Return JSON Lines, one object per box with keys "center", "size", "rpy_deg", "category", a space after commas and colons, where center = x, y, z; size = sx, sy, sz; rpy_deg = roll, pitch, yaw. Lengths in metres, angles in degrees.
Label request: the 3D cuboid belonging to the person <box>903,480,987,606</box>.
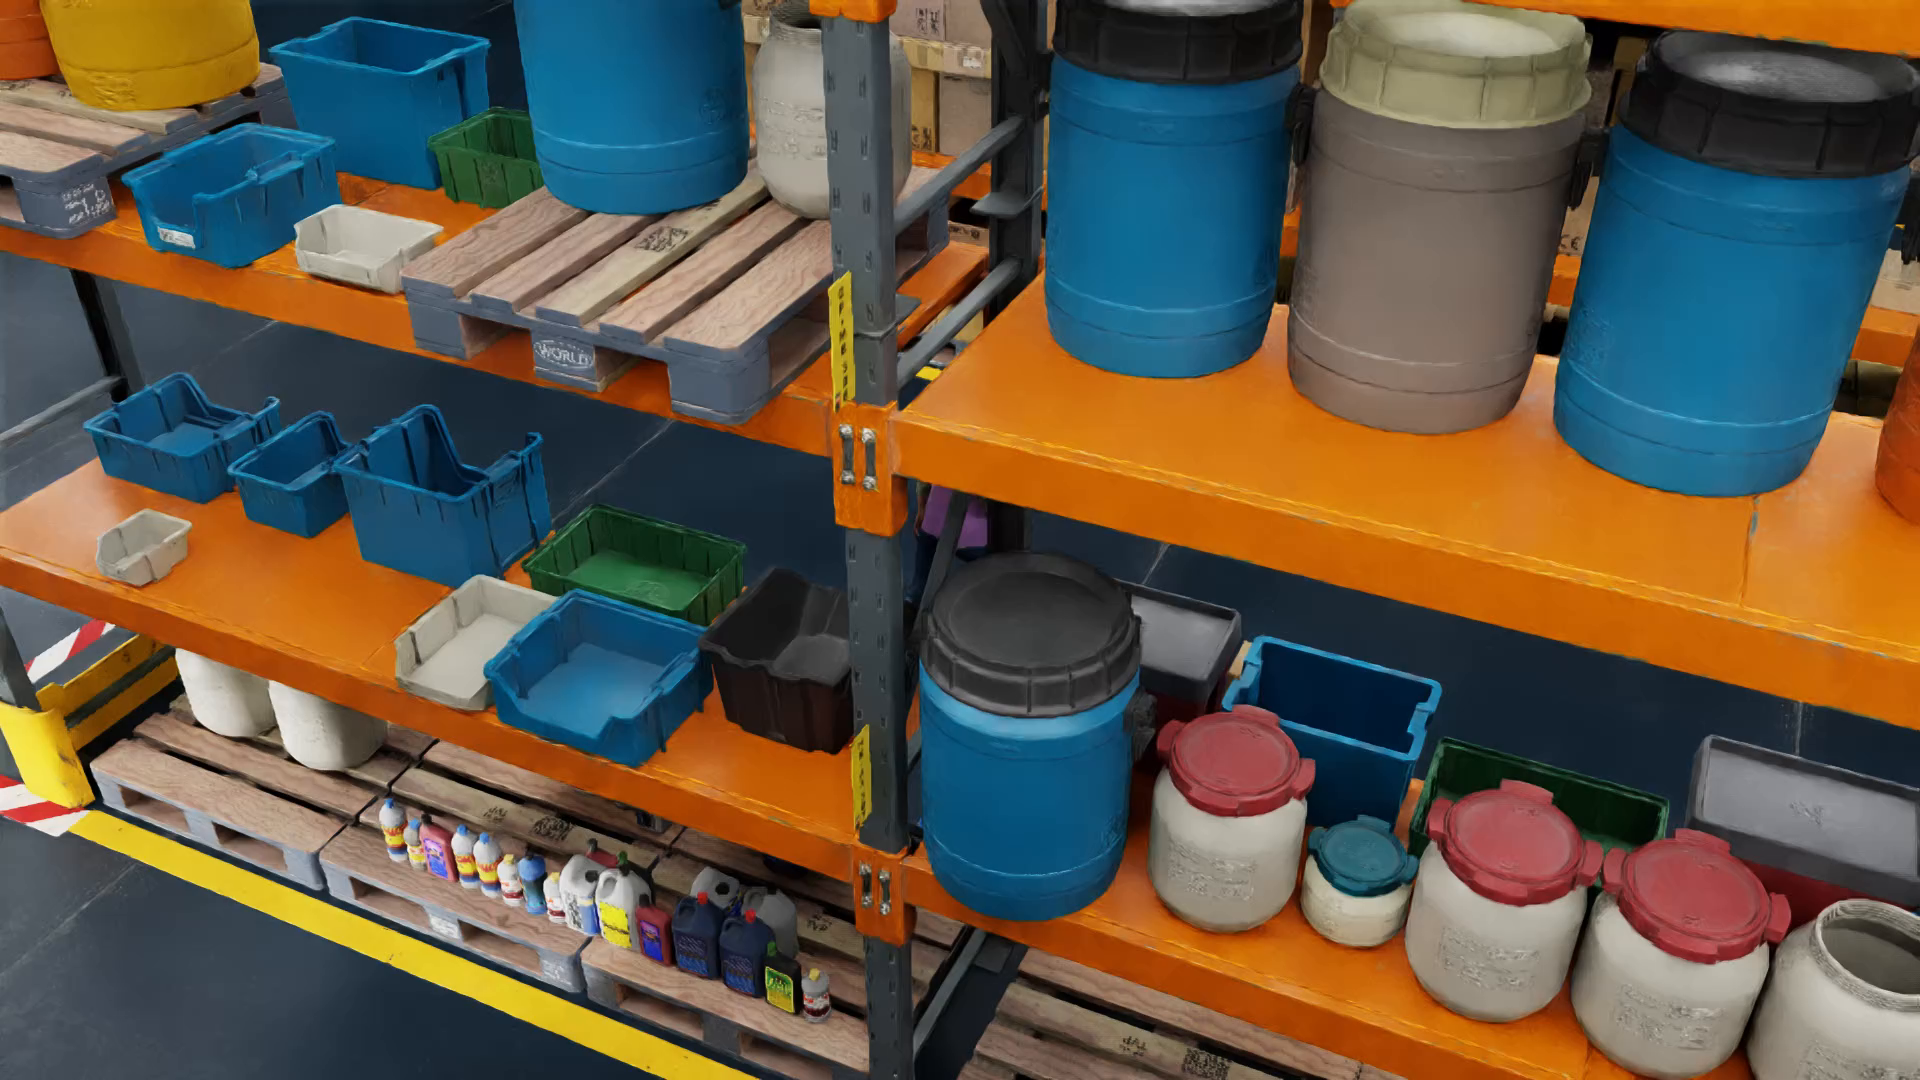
{"center": [-0.015, -0.050, 7.235], "size": [0.530, 1.590, 0.546], "rpy_deg": [24, 41, 31], "category": "person"}
